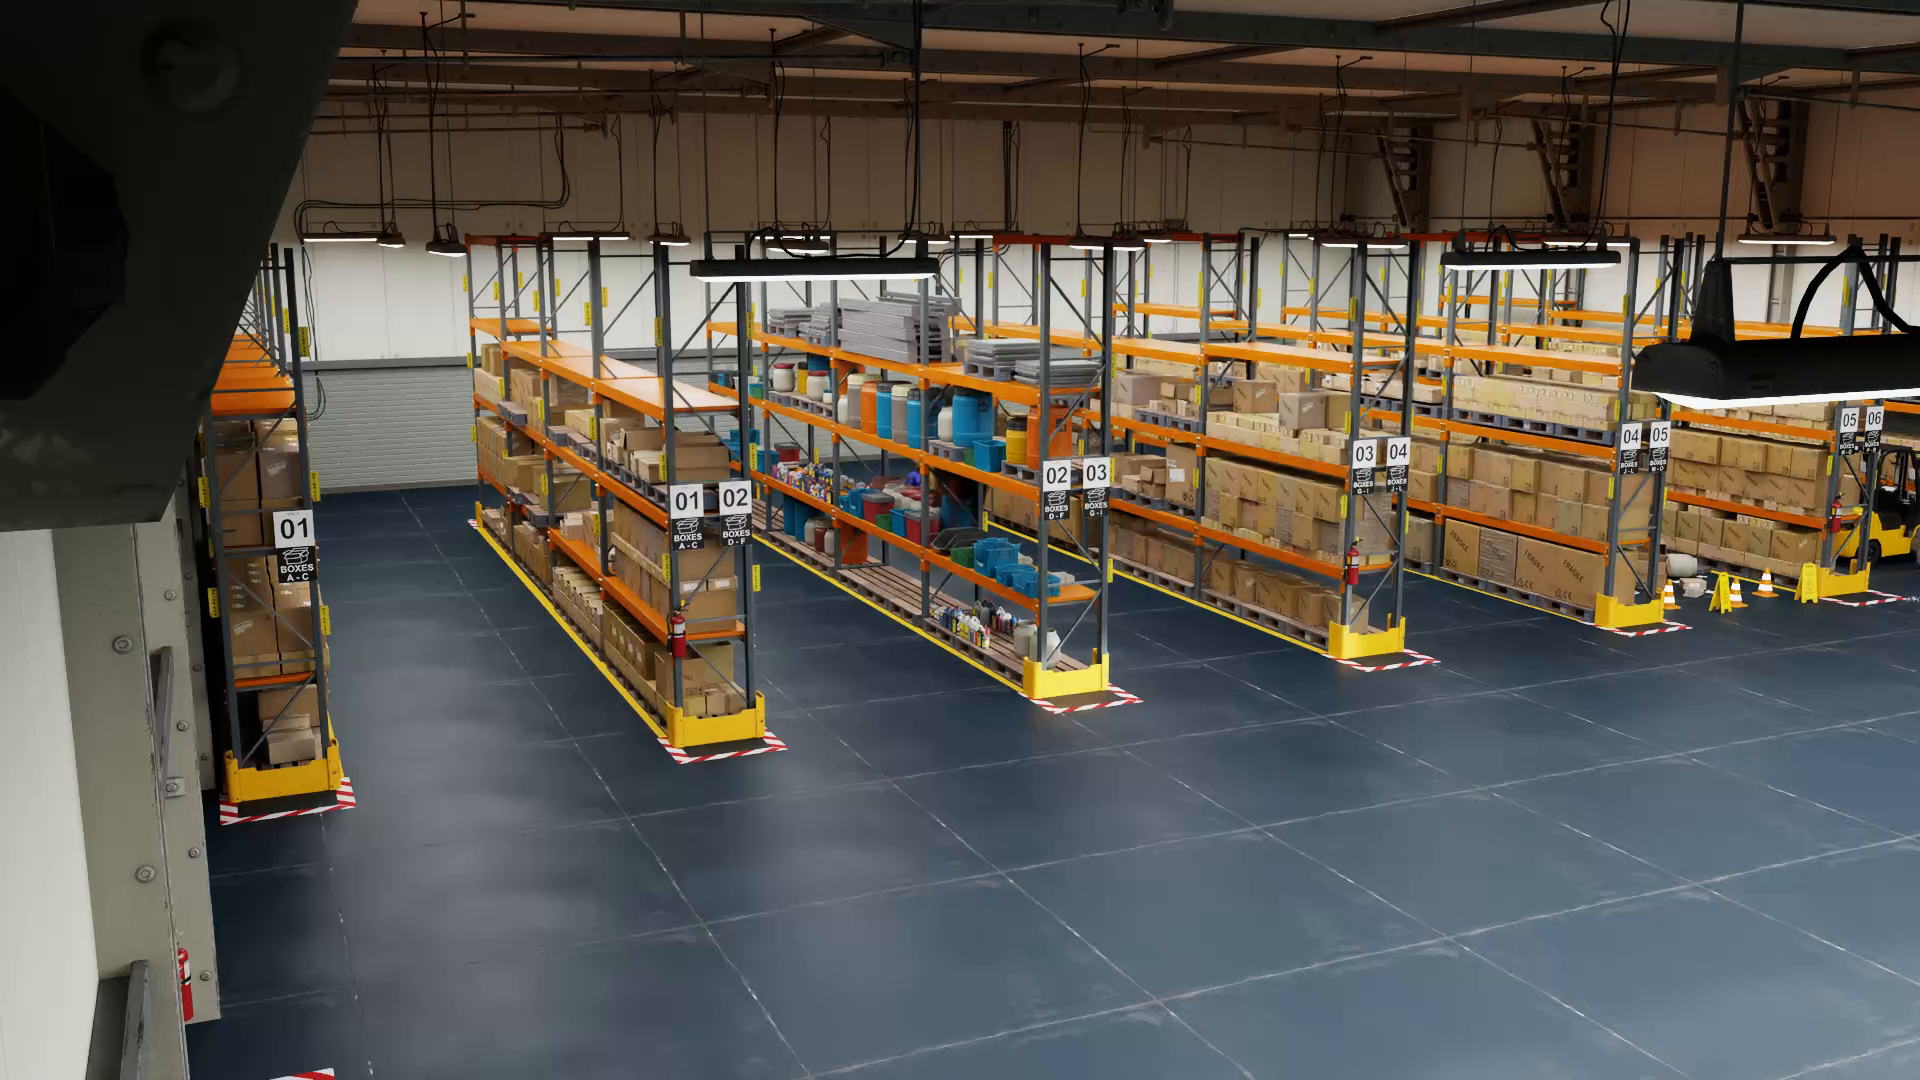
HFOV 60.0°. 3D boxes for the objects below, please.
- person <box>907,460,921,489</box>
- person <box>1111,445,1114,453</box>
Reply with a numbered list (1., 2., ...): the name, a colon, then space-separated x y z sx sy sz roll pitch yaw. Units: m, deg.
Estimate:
1. person: -0.827 -0.775 32.689 0.595 1.685 0.871 -6 13 -30
2. person: 3.251 -1.824 38.073 0.611 1.571 0.650 -5 12 -23
